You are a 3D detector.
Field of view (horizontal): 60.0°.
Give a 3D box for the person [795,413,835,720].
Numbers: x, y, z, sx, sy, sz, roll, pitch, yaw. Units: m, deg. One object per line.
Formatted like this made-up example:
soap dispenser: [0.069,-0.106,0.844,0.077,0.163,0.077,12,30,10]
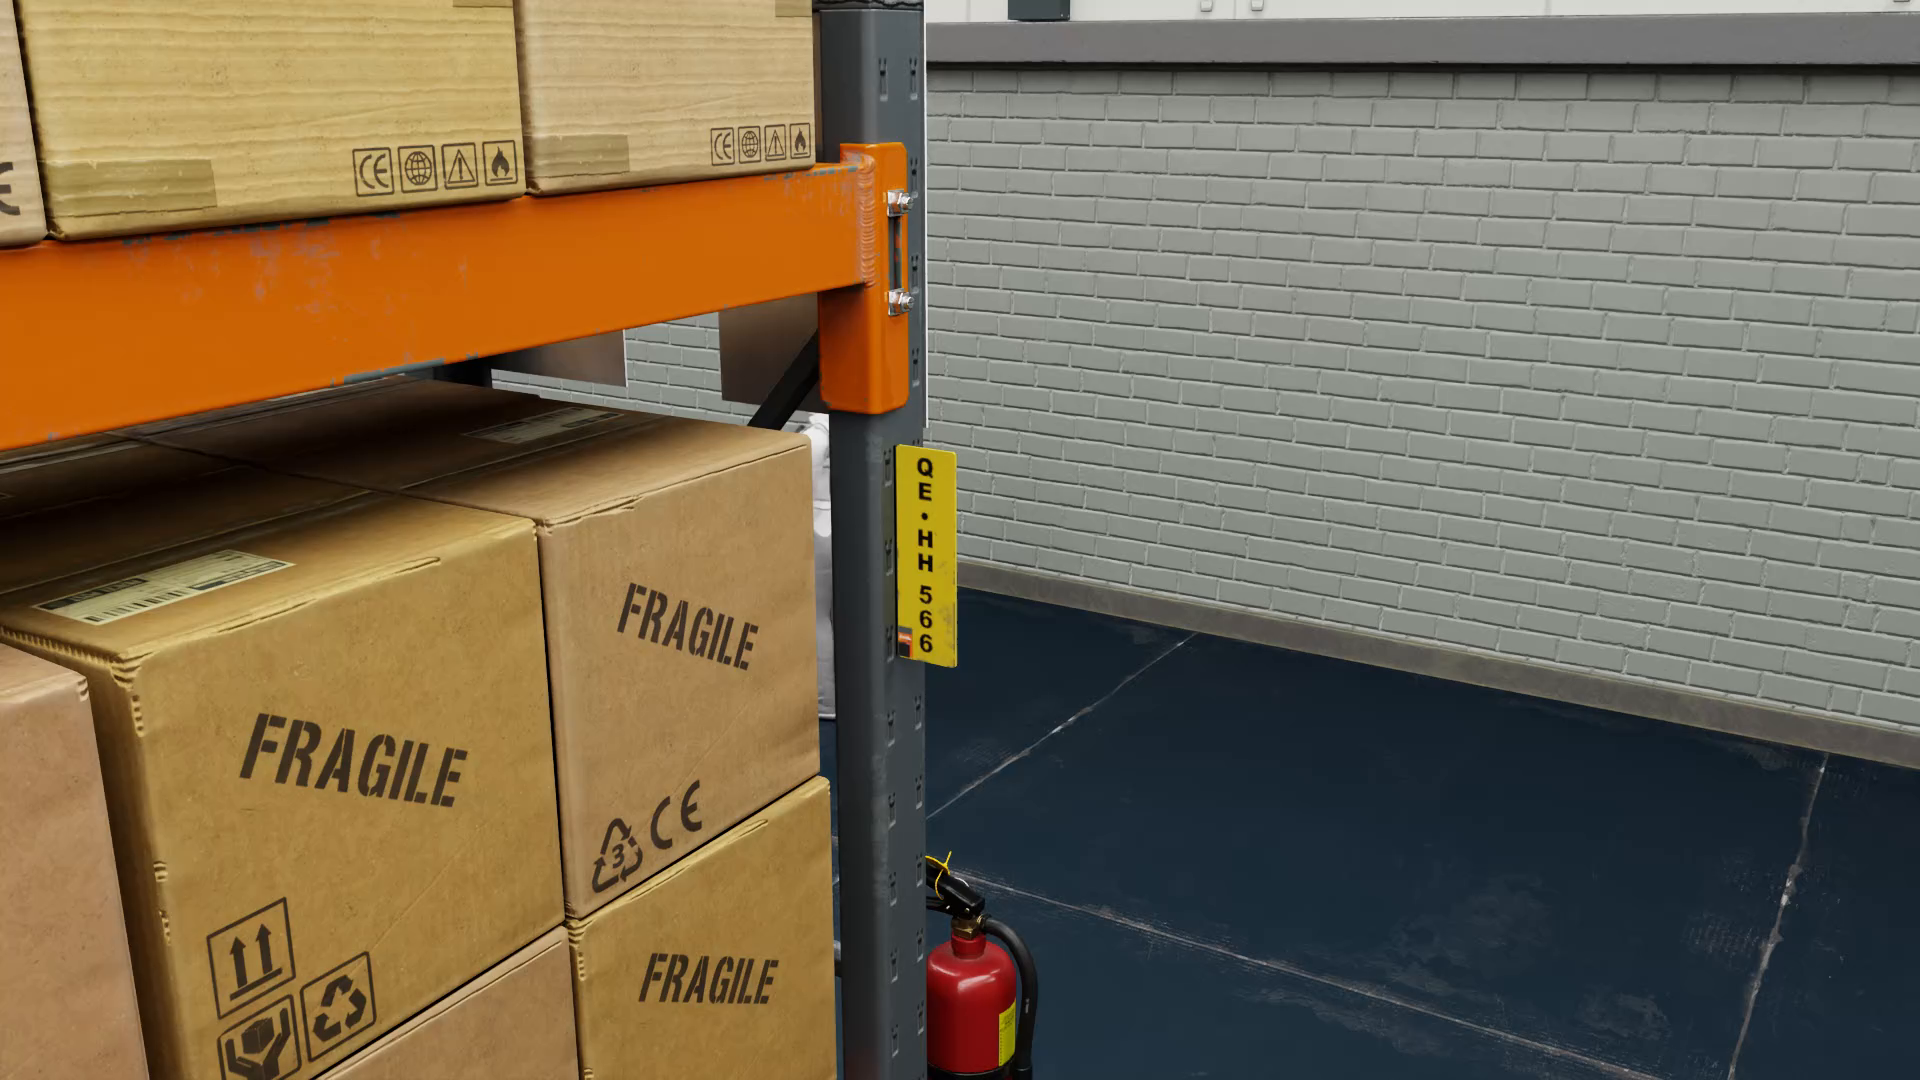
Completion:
person: [-0.653,-0.031,7.585,0.530,1.692,0.455,10,19,30]
